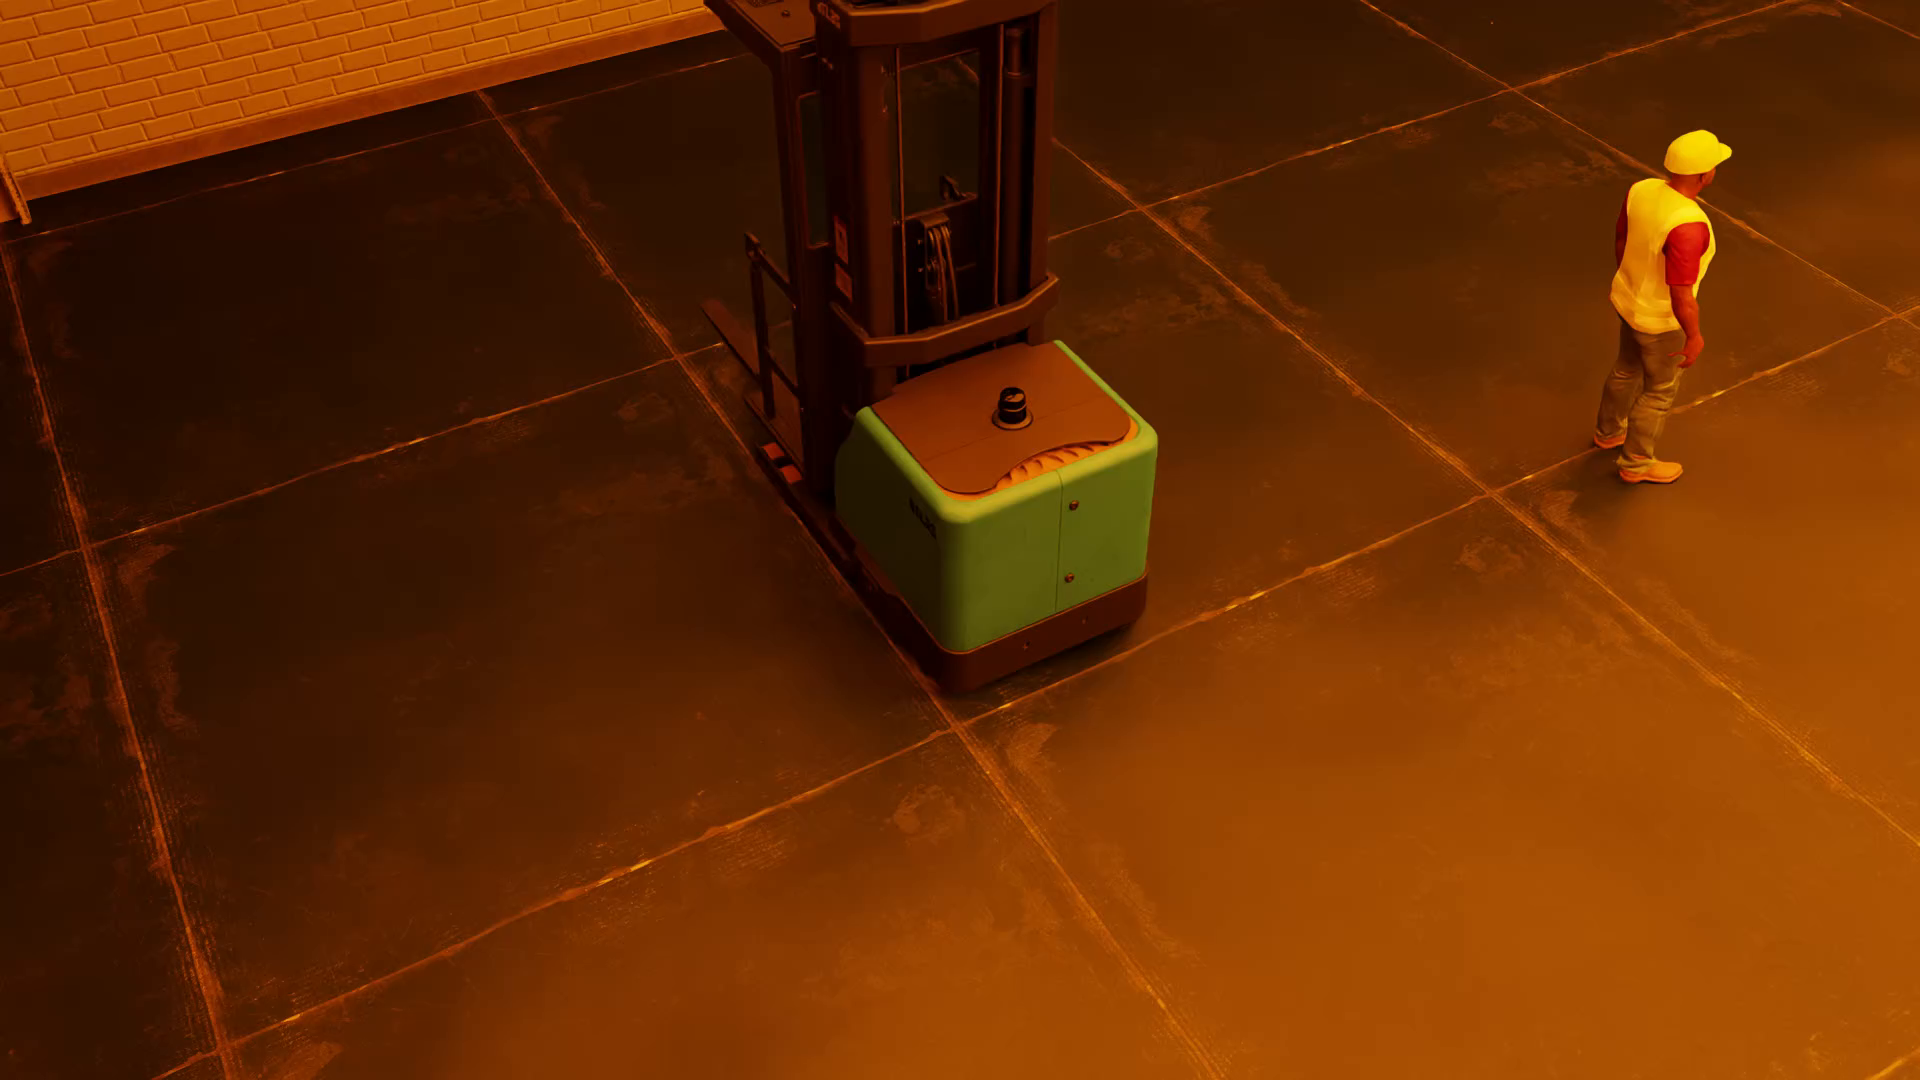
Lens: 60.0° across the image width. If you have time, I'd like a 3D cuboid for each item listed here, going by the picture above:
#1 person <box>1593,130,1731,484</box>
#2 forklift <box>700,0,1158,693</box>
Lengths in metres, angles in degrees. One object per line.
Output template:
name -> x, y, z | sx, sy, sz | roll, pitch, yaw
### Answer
person -> 3.270, -1.080, 7.724 | 0.504, 1.777, 0.661 | -6, 43, -7
forklift -> -0.348, -1.417, 7.226 | 1.130, 2.935, 3.031 | -21, 47, -22
